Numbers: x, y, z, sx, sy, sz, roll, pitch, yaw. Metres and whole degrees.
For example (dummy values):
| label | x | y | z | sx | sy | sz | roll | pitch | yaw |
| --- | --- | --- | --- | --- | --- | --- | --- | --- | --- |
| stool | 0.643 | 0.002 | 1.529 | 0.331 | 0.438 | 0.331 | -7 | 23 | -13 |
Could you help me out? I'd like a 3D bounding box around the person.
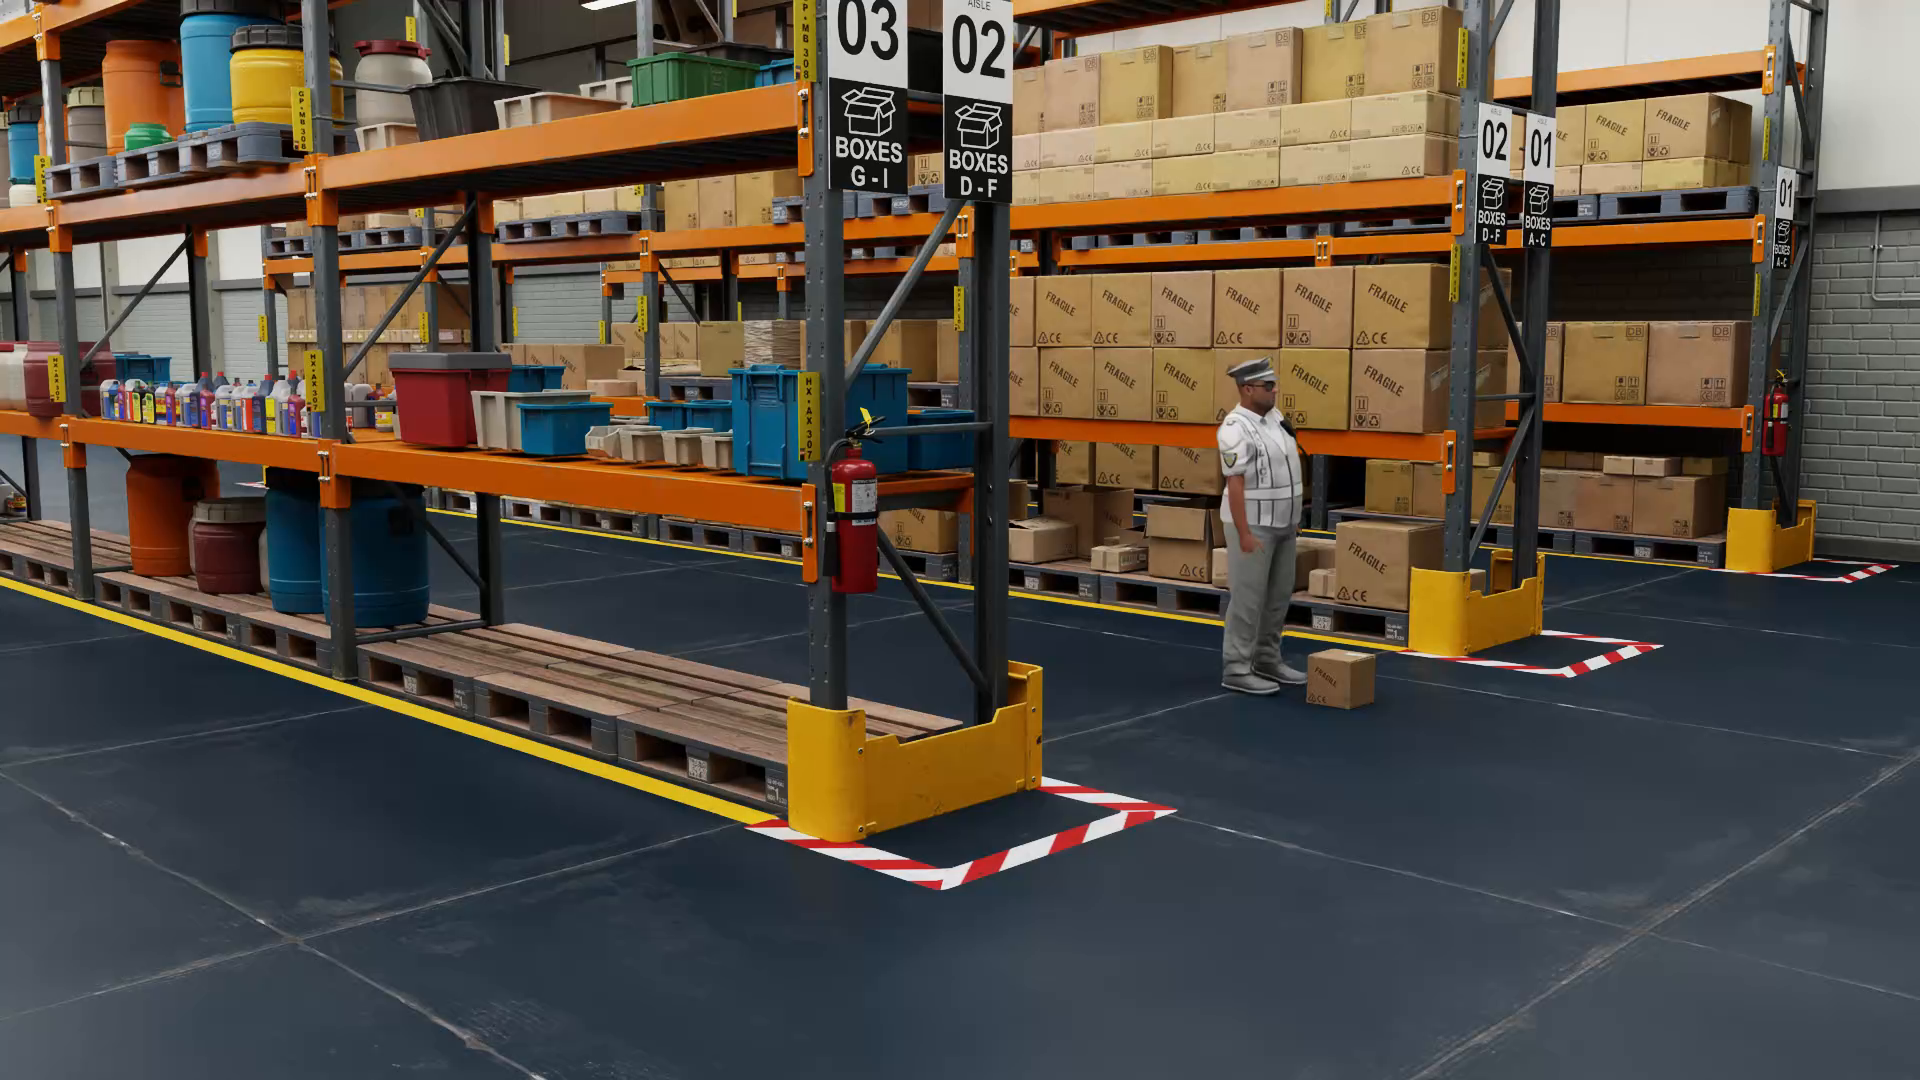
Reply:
| label | x | y | z | sx | sy | sz | roll | pitch | yaw |
| --- | --- | --- | --- | --- | --- | --- | --- | --- | --- |
| person | 1.610 | -0.081 | 8.821 | 0.596 | 1.770 | 0.396 | -7 | 10 | -44 |
